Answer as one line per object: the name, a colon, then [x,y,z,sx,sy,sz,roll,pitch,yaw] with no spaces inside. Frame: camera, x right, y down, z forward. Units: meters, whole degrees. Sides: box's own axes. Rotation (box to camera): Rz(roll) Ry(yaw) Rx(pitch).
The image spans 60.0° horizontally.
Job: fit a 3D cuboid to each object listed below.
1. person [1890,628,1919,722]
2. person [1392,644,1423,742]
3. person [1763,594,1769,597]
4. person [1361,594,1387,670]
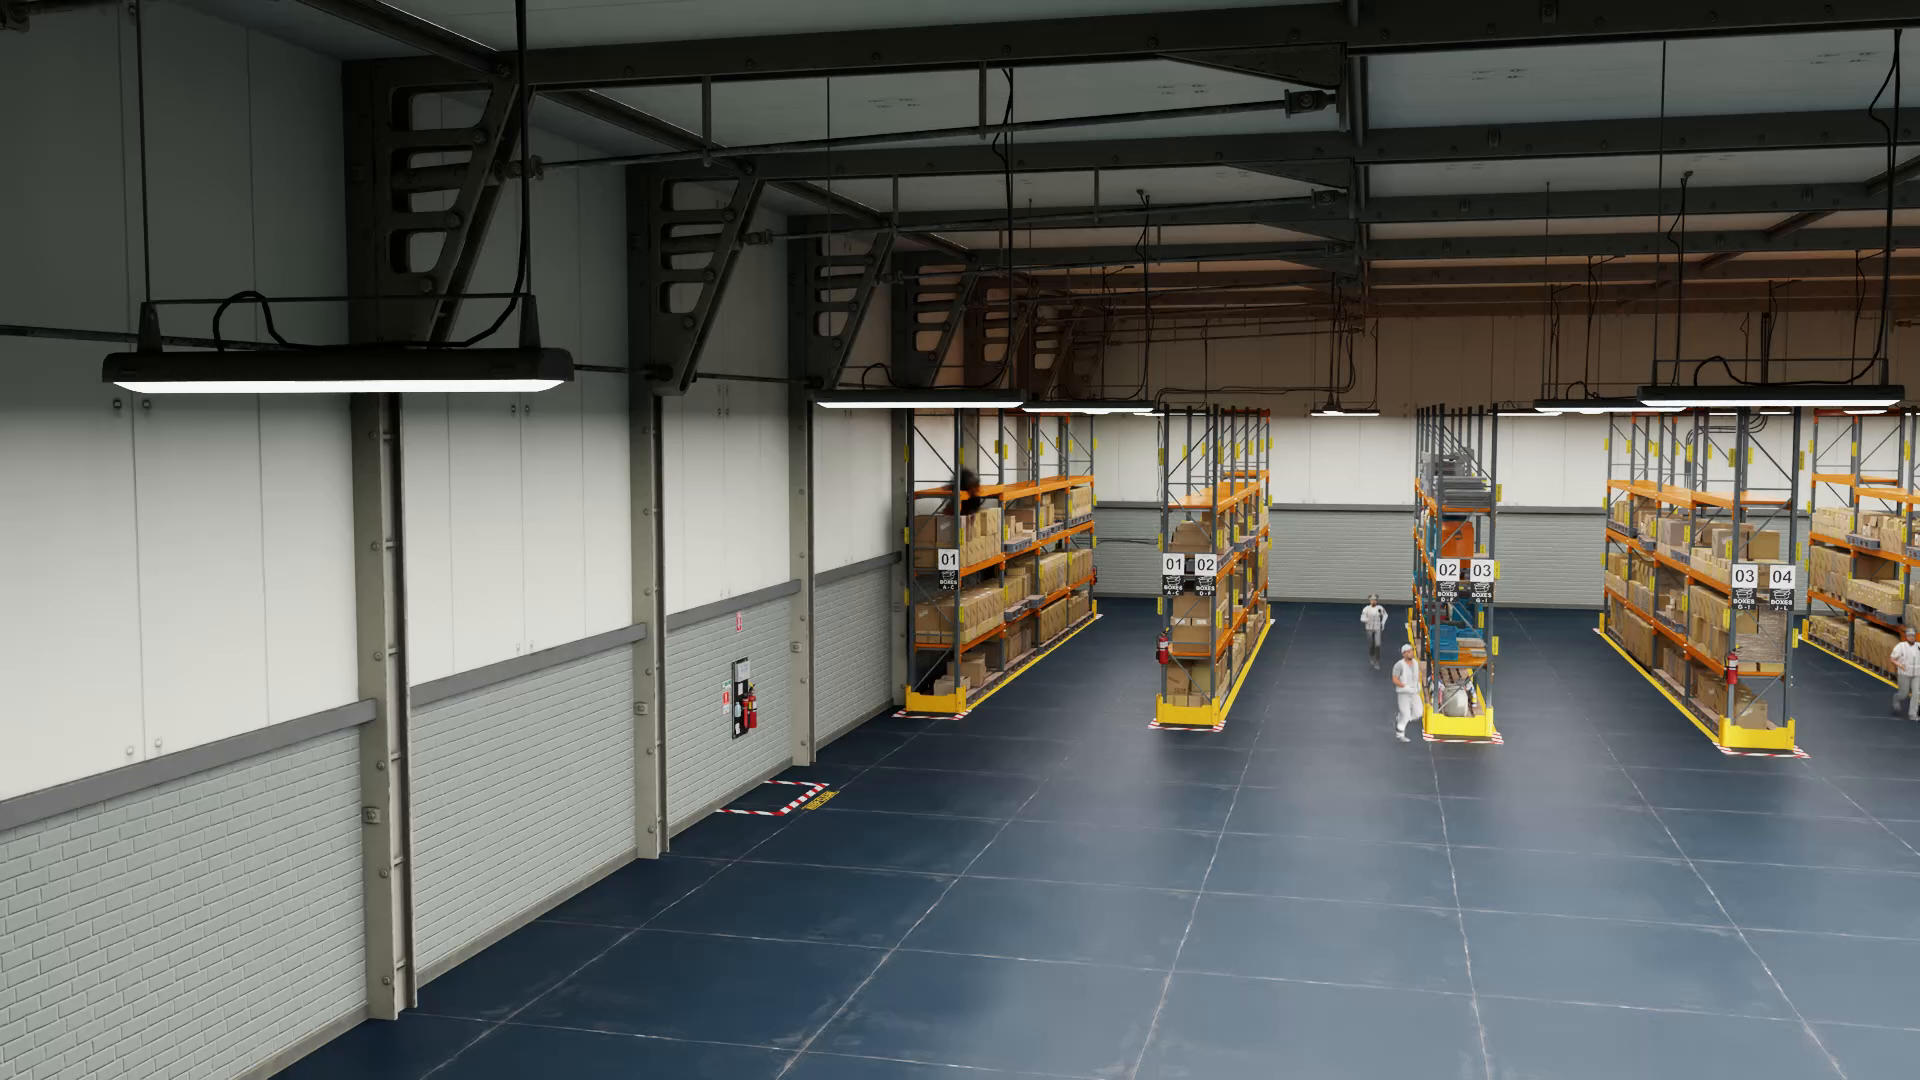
person: [18.126,2.545,31.705,0.678,1.747,0.917,1,4,11]
person: [7.953,2.716,29.433,0.690,1.746,0.654,-2,5,-23]
person: [18.459,2.071,38.181,0.715,1.828,0.948,0,4,6]
person: [9.512,2.106,38.232,0.594,1.747,0.753,1,4,15]
